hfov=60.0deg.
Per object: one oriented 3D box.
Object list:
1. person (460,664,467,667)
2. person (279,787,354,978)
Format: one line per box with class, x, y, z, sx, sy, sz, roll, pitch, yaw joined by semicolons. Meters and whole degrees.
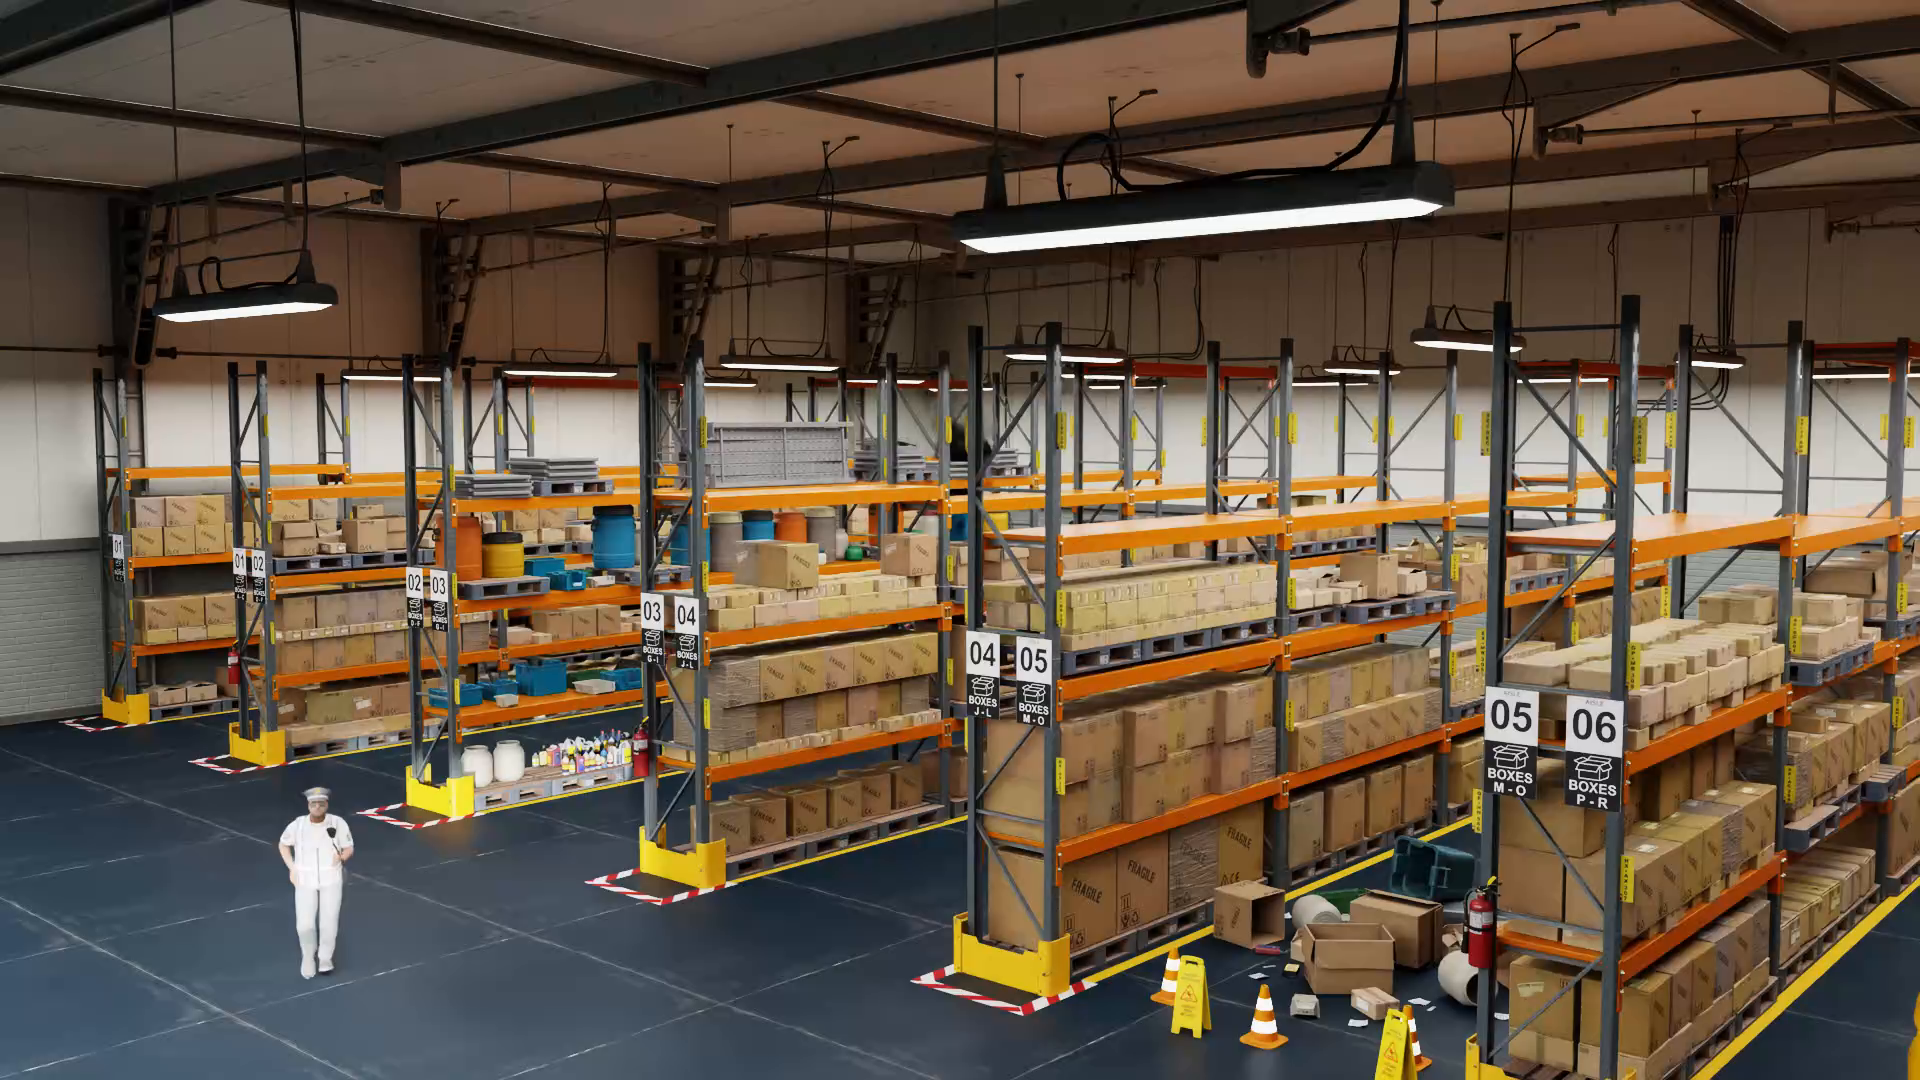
person;-9.043;2.071;30.019;0.679;1.744;0.607;3;5;37
person;-5.910;3.167;15.310;0.644;1.786;0.638;-2;5;-23
